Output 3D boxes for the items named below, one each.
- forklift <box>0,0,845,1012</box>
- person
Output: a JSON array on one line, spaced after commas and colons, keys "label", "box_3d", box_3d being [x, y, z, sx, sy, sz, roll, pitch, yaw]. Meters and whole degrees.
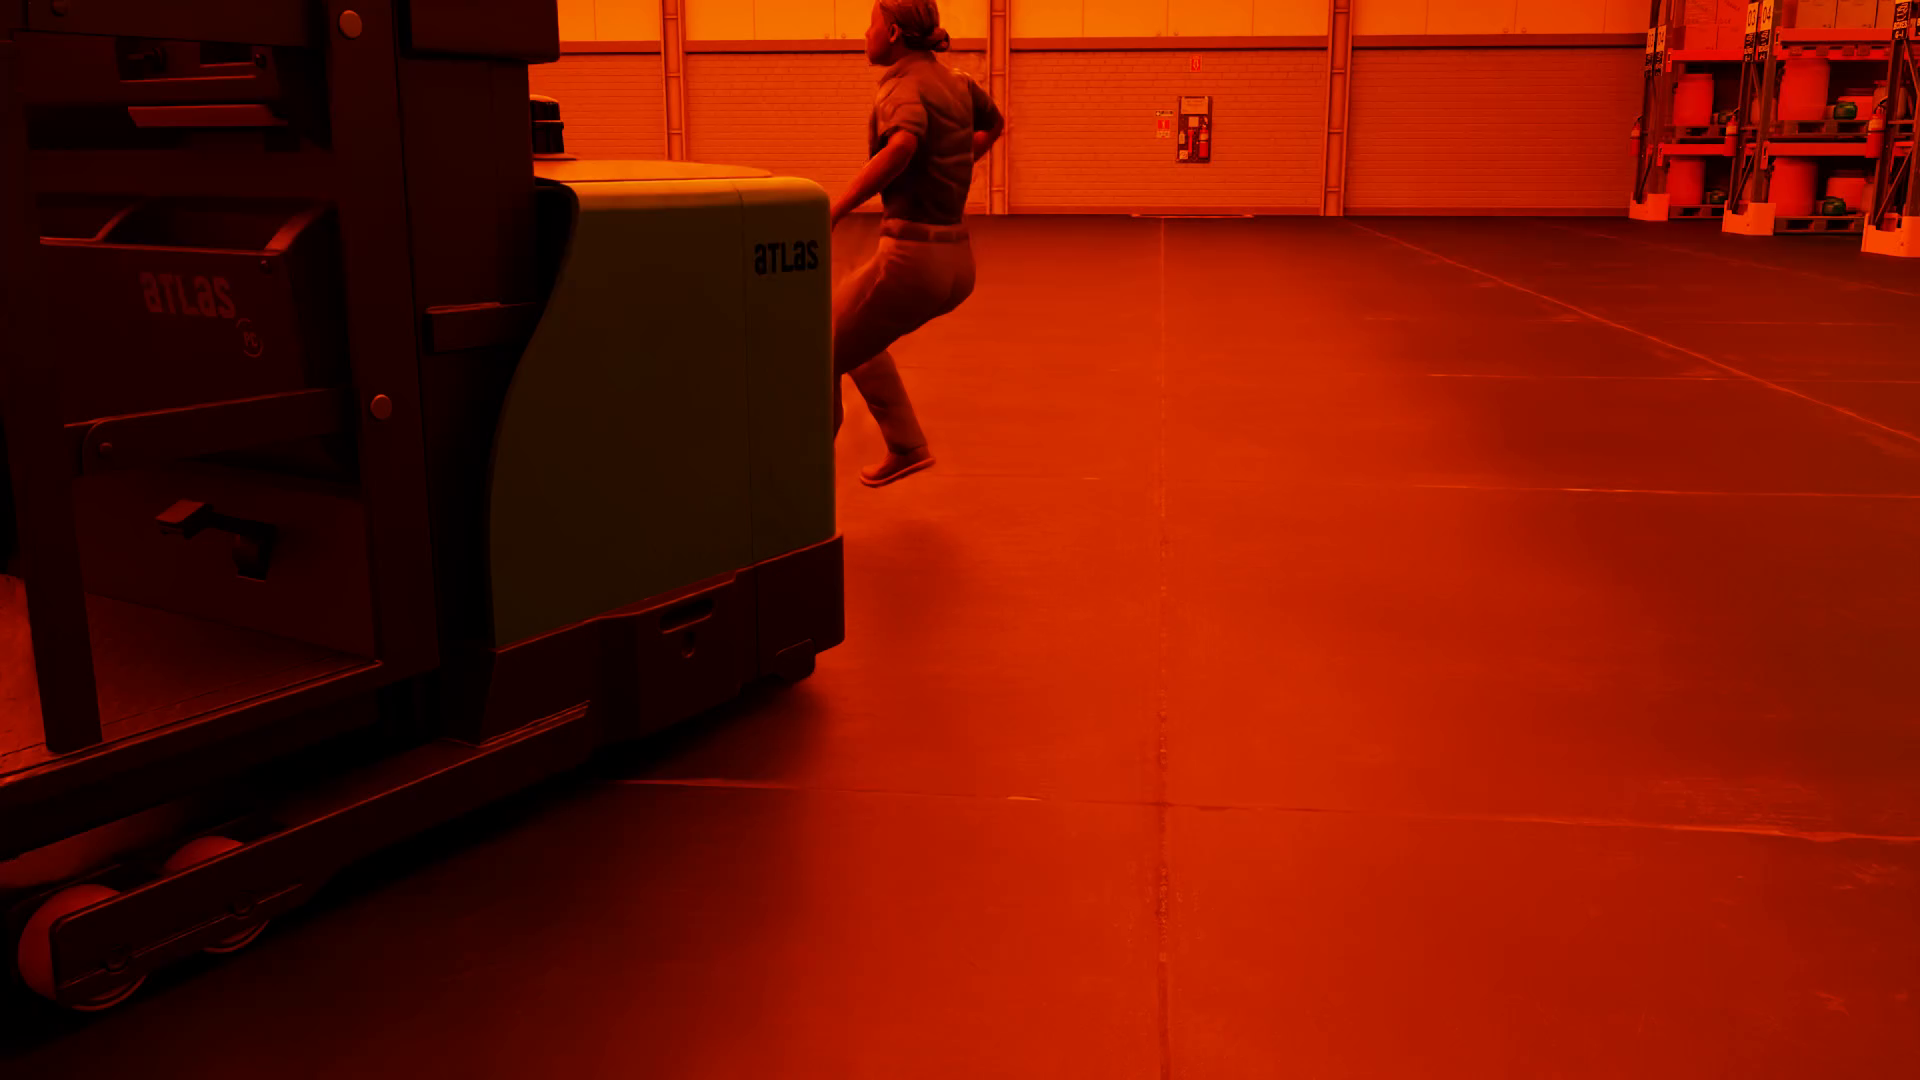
[{"label": "forklift", "box_3d": [-1.454, -0.914, 2.417, 1.130, 2.935, 3.031, 8, 15, 31]}, {"label": "person", "box_3d": [-0.315, -0.819, 4.876, 0.770, 1.541, 0.935, 7, 15, 26]}]
